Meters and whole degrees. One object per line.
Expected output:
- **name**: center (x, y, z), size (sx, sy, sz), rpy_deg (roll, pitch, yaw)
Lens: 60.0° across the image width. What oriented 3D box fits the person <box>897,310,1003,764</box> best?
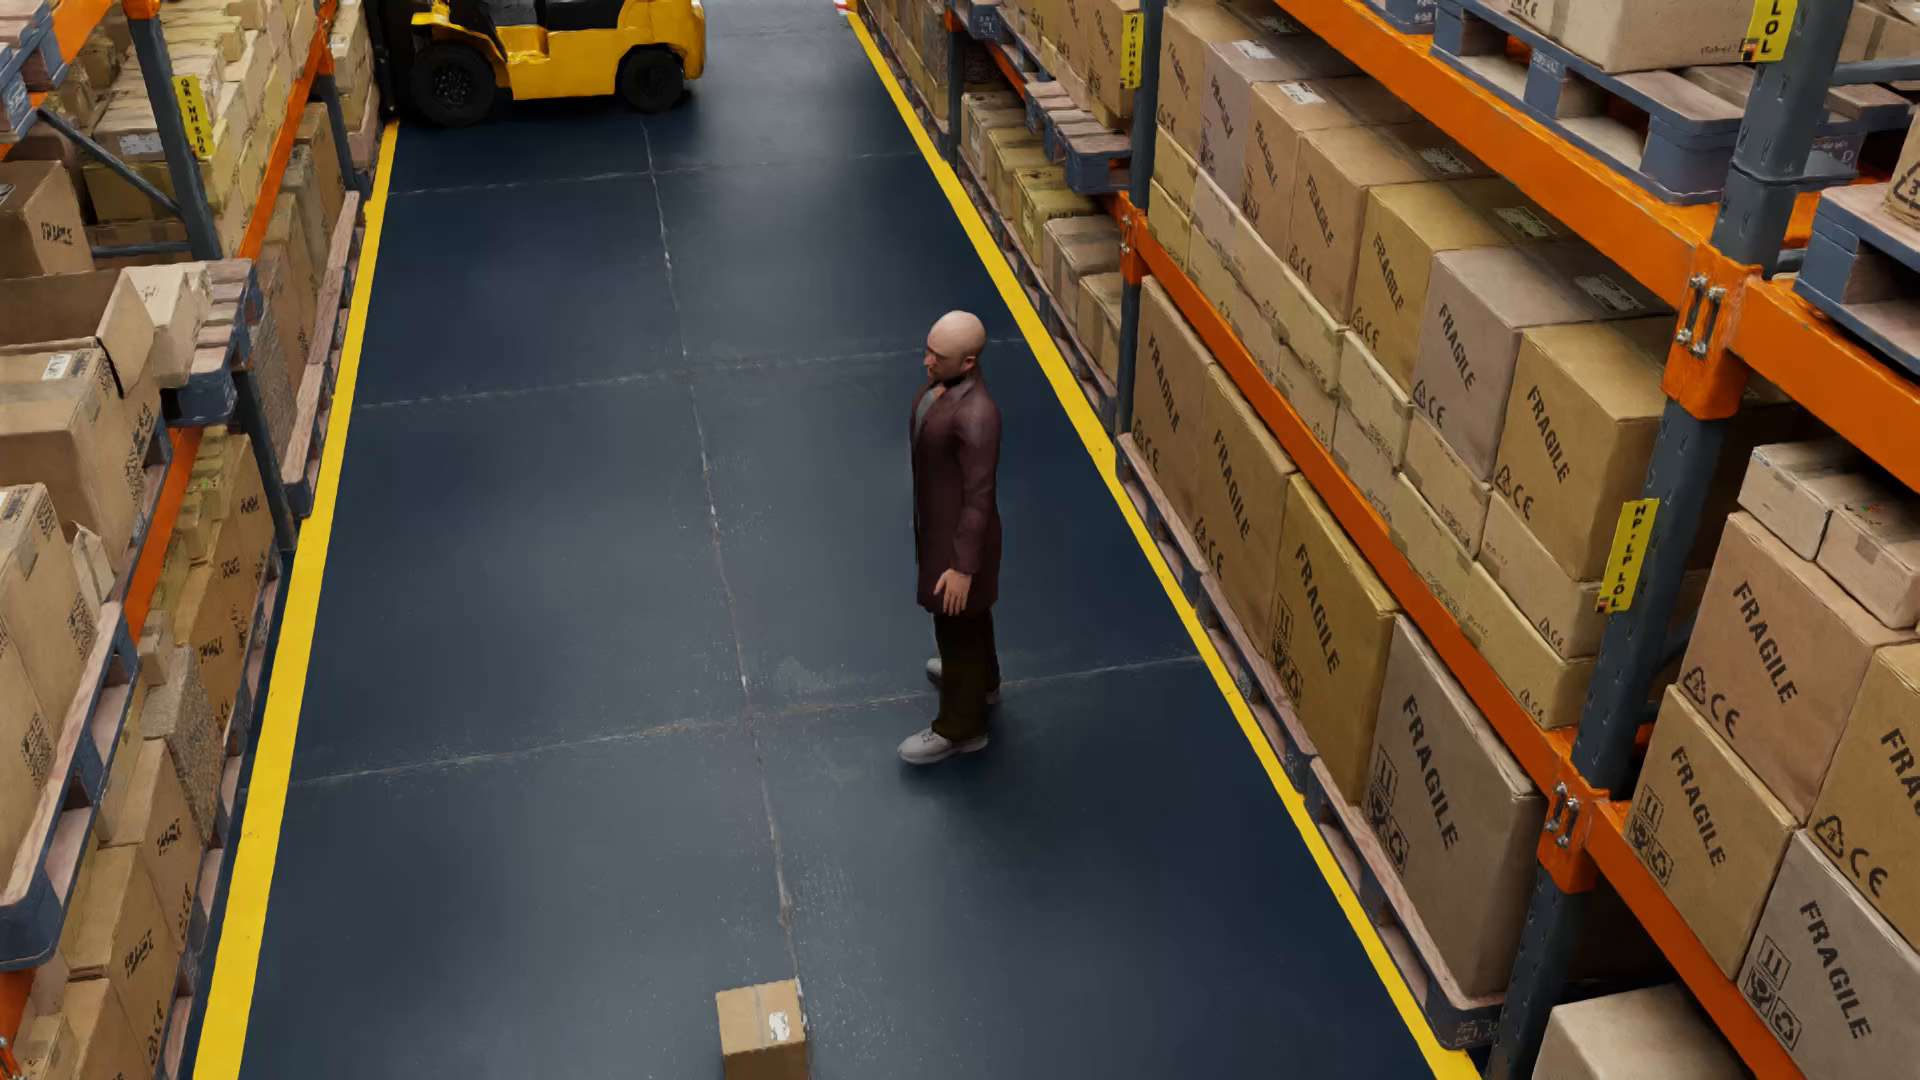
- **person**: center (-0.045, -0.018, 6.125), size (0.468, 1.787, 0.698), rpy_deg (-5, 34, -7)
